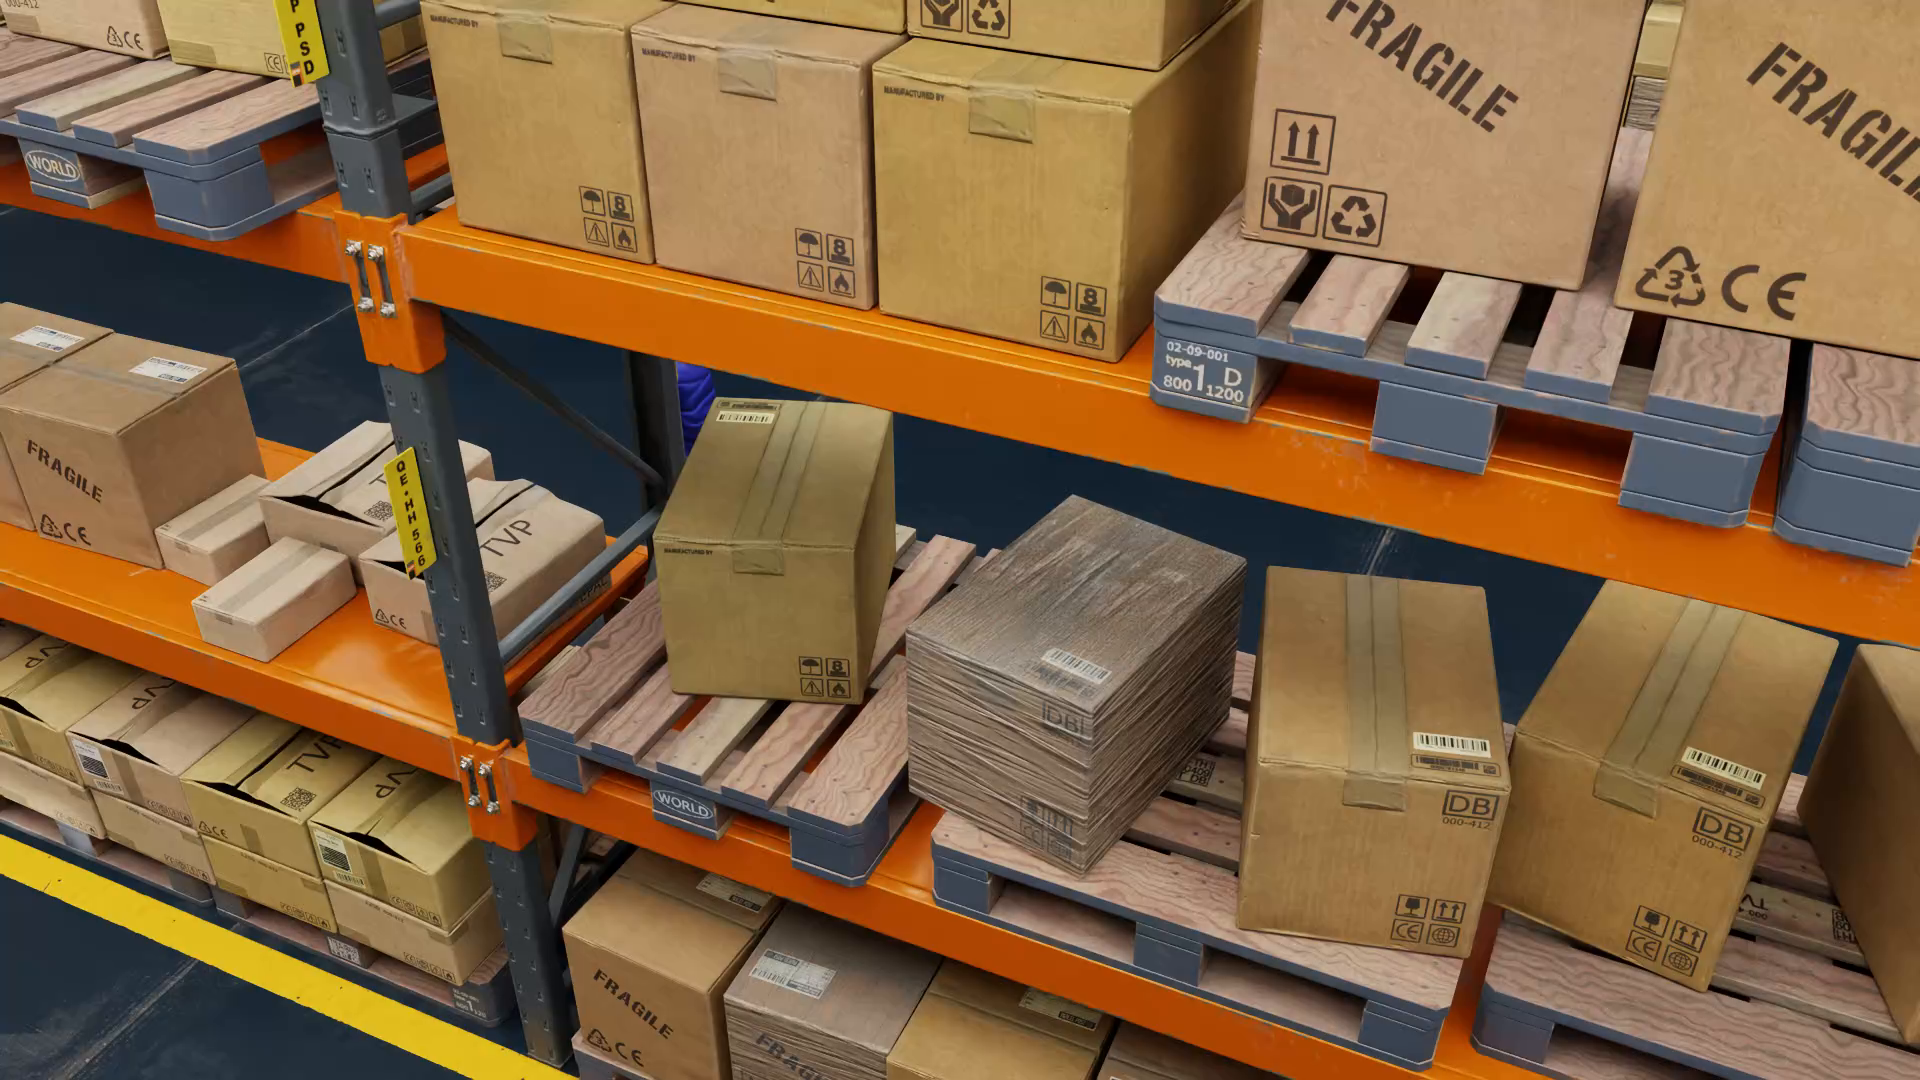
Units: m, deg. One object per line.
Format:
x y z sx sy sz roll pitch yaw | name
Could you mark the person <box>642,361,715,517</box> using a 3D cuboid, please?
-1.096 -0.259 6.533 0.352 1.653 0.531 12 36 17 | person
